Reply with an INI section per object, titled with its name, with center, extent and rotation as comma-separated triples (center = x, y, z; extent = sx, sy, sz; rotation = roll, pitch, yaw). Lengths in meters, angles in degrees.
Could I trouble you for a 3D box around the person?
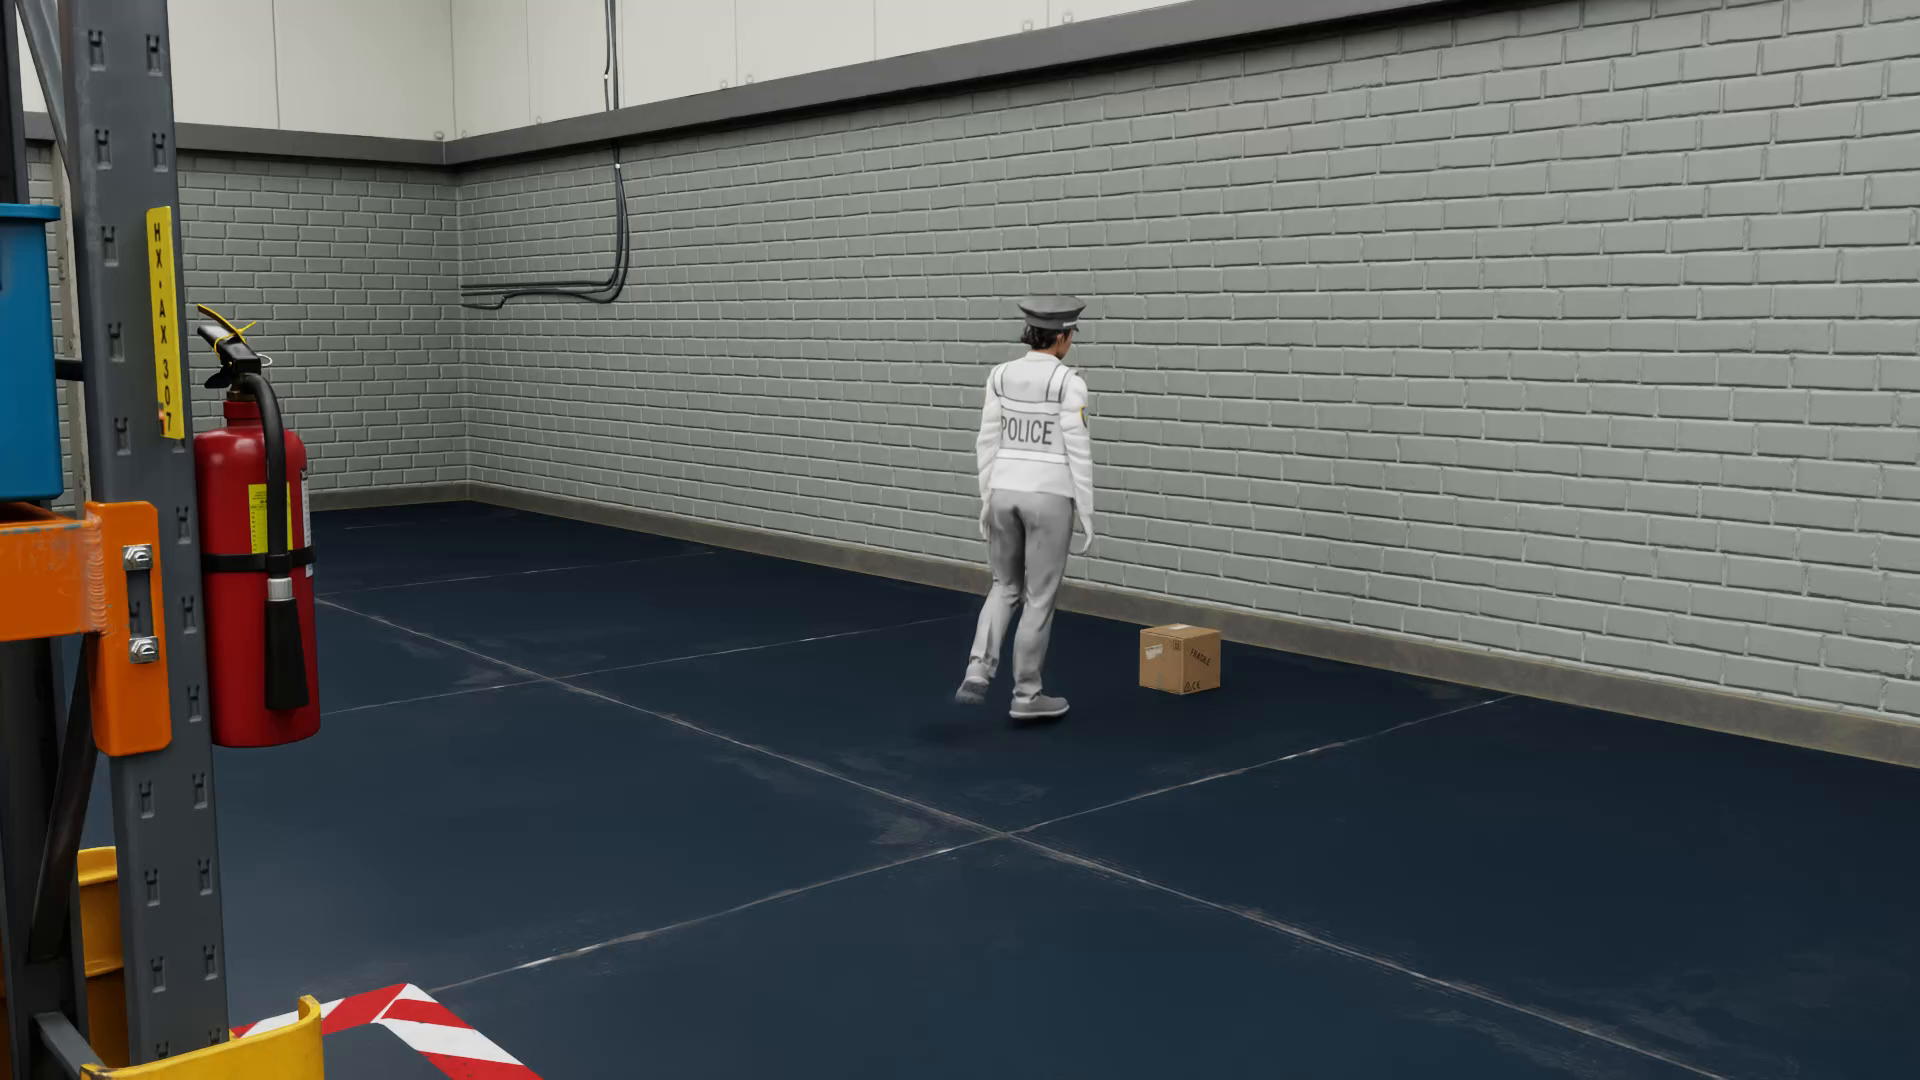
[person]
center = 0.253, -0.119, 6.493
extent = 0.512, 1.659, 0.460
rotation = 6, 9, 37
